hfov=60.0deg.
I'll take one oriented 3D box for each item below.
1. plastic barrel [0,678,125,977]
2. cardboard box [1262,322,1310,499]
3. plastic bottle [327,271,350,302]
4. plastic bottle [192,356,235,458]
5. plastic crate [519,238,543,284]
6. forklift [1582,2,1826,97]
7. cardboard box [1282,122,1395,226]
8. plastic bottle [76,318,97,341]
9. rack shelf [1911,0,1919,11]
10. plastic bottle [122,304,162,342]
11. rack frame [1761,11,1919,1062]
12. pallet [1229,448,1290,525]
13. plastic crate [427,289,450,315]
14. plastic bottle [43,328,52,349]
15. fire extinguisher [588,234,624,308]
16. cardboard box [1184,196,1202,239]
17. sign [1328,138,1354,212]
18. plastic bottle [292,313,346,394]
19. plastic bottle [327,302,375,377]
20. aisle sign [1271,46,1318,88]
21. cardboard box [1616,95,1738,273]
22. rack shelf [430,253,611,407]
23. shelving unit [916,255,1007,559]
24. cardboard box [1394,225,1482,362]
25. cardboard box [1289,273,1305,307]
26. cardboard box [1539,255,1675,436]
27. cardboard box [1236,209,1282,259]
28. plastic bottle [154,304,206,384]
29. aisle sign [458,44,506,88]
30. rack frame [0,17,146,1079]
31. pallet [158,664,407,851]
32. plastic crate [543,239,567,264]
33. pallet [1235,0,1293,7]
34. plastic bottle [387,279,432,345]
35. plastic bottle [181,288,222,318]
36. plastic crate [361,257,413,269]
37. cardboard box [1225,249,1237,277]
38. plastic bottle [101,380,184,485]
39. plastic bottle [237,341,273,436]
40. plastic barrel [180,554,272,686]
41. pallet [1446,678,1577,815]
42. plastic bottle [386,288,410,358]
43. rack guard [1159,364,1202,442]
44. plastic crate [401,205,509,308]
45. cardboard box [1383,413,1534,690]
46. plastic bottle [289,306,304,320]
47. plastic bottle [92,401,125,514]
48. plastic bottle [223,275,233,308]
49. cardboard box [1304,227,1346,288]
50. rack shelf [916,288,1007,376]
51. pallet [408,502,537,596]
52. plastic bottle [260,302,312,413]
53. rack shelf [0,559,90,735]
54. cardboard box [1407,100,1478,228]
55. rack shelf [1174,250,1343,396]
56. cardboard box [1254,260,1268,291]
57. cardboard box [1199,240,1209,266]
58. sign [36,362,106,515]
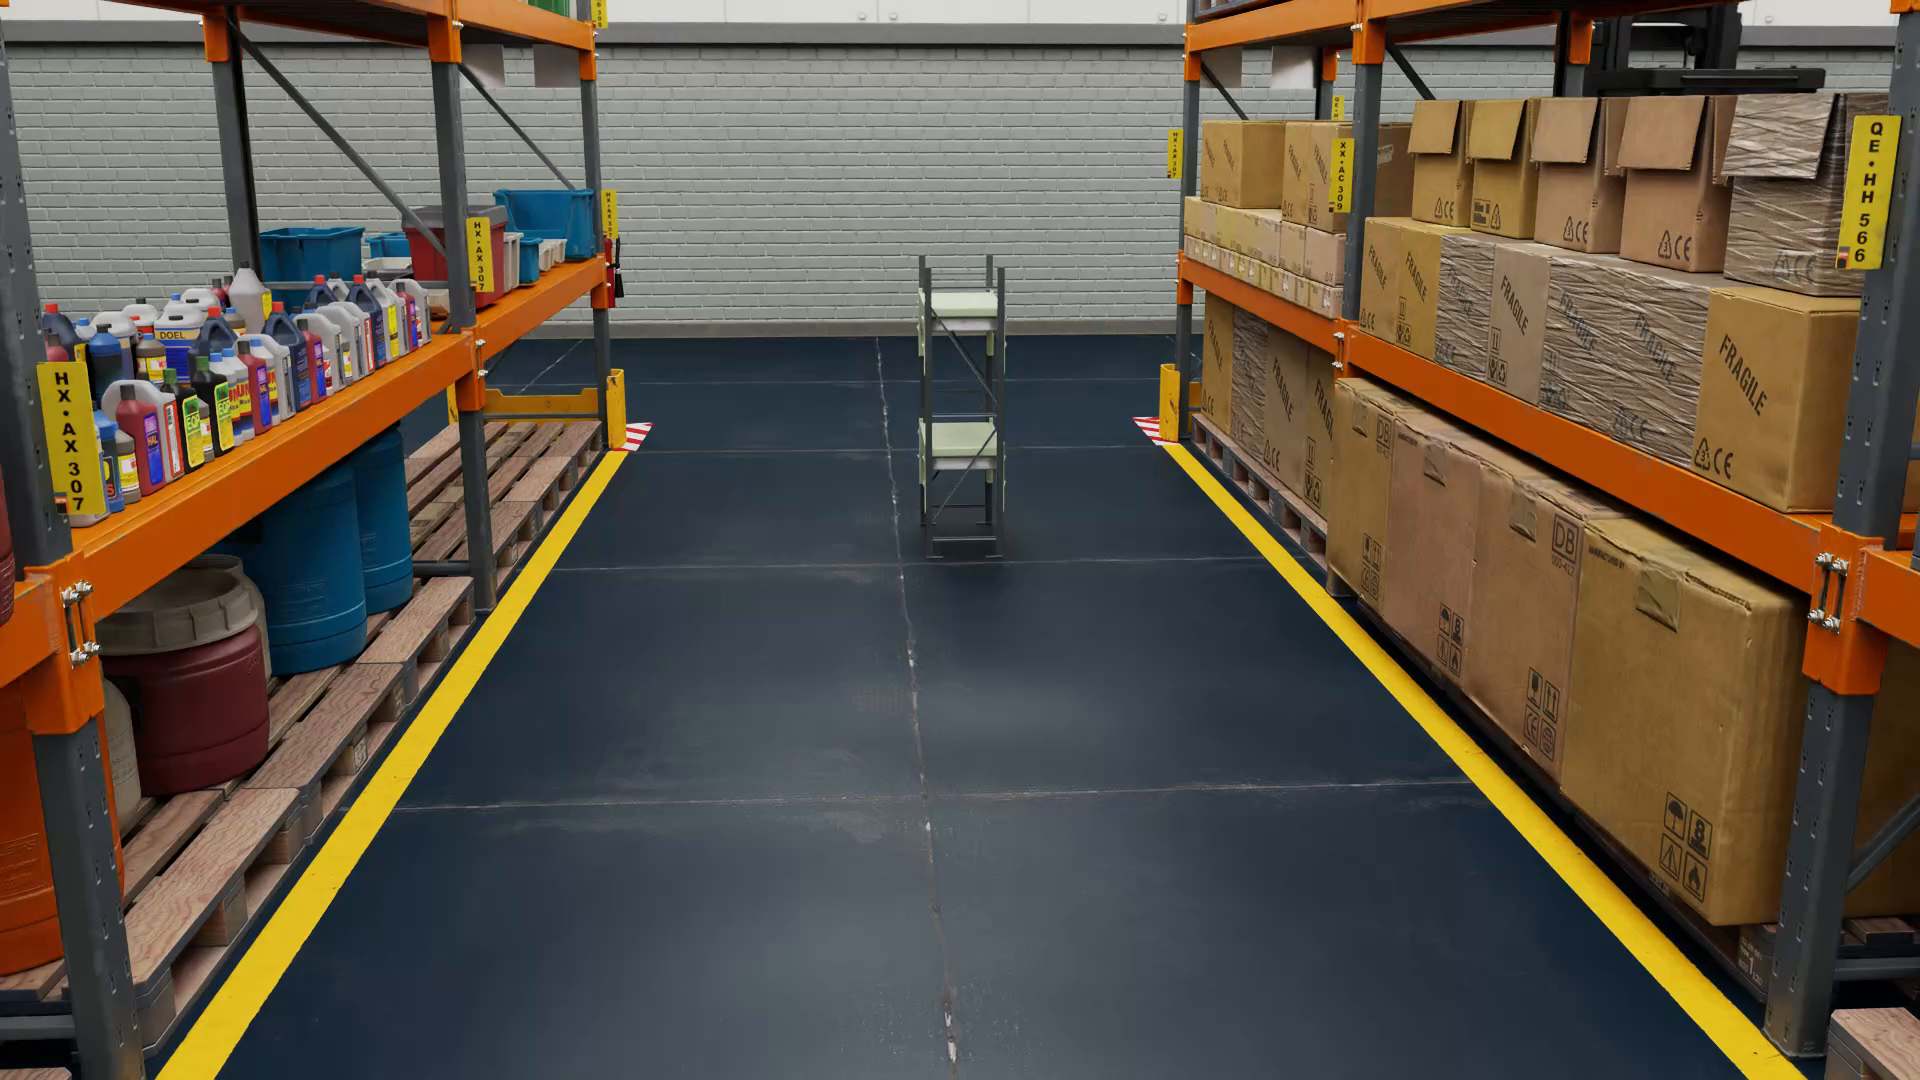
[{"bbox_3d":[-2.470,0.603,4.177,0.600,0.830,0.708,-1,14,-3],"label":"plastic barrel"},{"bbox_3d":[2.256,-0.758,9.376,0.875,0.875,0.875,-1,14,-3],"label":"cardboard box"},{"bbox_3d":[-2.431,-0.869,6.482,0.144,0.351,0.185,-1,14,-3],"label":"plastic bottle"},{"bbox_3d":[-2.132,-0.386,4.742,0.061,0.283,0.133,-1,14,-3],"label":"plastic bottle"},{"bbox_3d":[-2.535,-1.554,9.264,0.416,0.233,0.300,-1,14,-3],"label":"plastic crate"},{"bbox_3d":[4.487,-1.851,10.338,1.130,2.935,3.031,-1,14,-5],"label":"forklift"},{"bbox_3d":[1.951,-1.864,8.452,0.500,0.500,0.500,-1,14,-3],"label":"cardboard box"},{"bbox_3d":[-2.970,-0.618,5.666,0.097,0.271,0.097,0,14,0],"label":"plastic bottle"},{"bbox_3d":[2.645,-0.807,1.567,1.077,0.370,4.000,-1,14,-3],"label":"rack shelf"},{"bbox_3d":[-2.964,-0.707,6.004,0.152,0.276,0.135,-1,14,-3],"label":"plastic bottle"},{"bbox_3d":[2.521,-0.200,3.784,1.000,3.000,0.127,-1,14,-3],"label":"rack frame"},{"bbox_3d":[2.226,-0.339,9.920,1.003,0.211,1.213,-1,14,-3],"label":"pallet"},{"bbox_3d":[-2.556,-1.138,7.837,0.396,0.136,0.243,-1,14,-3],"label":"plastic crate"},{"bbox_3d":[-2.903,-0.525,5.283,0.061,0.283,0.133,-1,14,-3],"label":"plastic bottle"},{"bbox_3d":[-2.474,-1.940,11.449,0.296,0.674,0.183,-1,14,-3],"label":"fire extinguisher"},{"bbox_3d":[1.786,-2.138,11.018,0.500,0.250,0.500,-1,14,-5],"label":"cardboard box"},{"bbox_3d":[1.719,-1.644,7.498,0.100,0.325,0.005,-1,14,-3],"label":"sign"},{"bbox_3d":[-2.247,-0.658,5.813,0.152,0.276,0.135,-1,14,-3],"label":"plastic bottle"},{"bbox_3d":[-2.269,-0.749,6.167,0.152,0.276,0.135,-1,14,-3],"label":"plastic bottle"},{"bbox_3d":[2.320,-3.471,11.281,0.394,0.787,0.004,-1,14,-3],"label":"aisle sign"},{"bbox_3d":[2.454,-1.079,4.985,0.797,0.503,0.637,-1,14,-2],"label":"cardboard box"},{"bbox_3d":[-2.794,-1.267,9.376,1.077,0.370,4.000,-1,14,-3],"label":"rack shelf"},{"bbox_3d":[0.000,-0.725,8.833,0.431,1.500,0.755,-1,14,-3],"label":"shelving unit"},{"bbox_3d":[2.084,-1.000,6.693,0.500,0.500,0.500,-1,14,-3],"label":"cardboard box"},{"bbox_3d":[1.895,-1.272,8.454,0.380,0.149,0.250,-1,14,-4],"label":"cardboard box"},{"bbox_3d":[2.183,-0.621,5.218,0.500,0.500,0.500,-1,14,-5],"label":"cardboard box"},{"bbox_3d":[1.890,-1.754,9.527,0.500,0.250,0.500,-1,14,-5],"label":"cardboard box"},{"bbox_3d":[-2.813,-0.709,6.013,0.152,0.276,0.135,-1,14,-3],"label":"plastic bottle"},{"bbox_3d":[-3.219,-3.386,10.948,0.394,0.787,0.004,-1,14,-3],"label":"aisle sign"},{"bbox_3d":[-2.419,-0.124,3.487,0.949,2.616,0.053,-1,14,-3],"label":"rack frame"},{"bbox_3d":[-2.585,0.729,5.771,1.003,0.211,1.213,-1,14,-3],"label":"pallet"},{"bbox_3d":[-2.687,-1.815,10.468,0.396,0.136,0.243,-1,14,-3],"label":"plastic crate"},{"bbox_3d":[2.160,-3.111,9.256,1.003,0.211,1.213,-1,14,-3],"label":"pallet"},{"bbox_3d":[-2.323,-0.965,7.007,0.152,0.276,0.135,-1,14,-3],"label":"plastic bottle"},{"bbox_3d":[-2.999,-0.846,6.545,0.152,0.276,0.135,-1,14,-3],"label":"plastic bottle"},{"bbox_3d":[-3.078,-1.448,9.044,0.293,0.136,0.466,-1,14,-3],"label":"plastic crate"},{"bbox_3d":[1.800,-1.655,9.943,0.380,0.149,0.250,-1,14,-4],"label":"cardboard box"},{"bbox_3d":[-2.155,-0.291,4.387,0.152,0.276,0.135,-1,14,-3],"label":"plastic bottle"},{"bbox_3d":[-2.153,-0.468,5.059,0.061,0.283,0.133,-1,14,-3],"label":"plastic bottle"},{"bbox_3d":[-2.664,0.337,5.849,0.421,0.512,0.421,0,14,0],"label":"plastic barrel"},{"bbox_3d":[2.475,0.650,6.075,1.003,0.211,1.213,-1,14,-3],"label":"pallet"},{"bbox_3d":[-2.301,-0.874,6.654,0.152,0.276,0.135,-1,14,-3],"label":"plastic bottle"},{"bbox_3d":[2.024,-0.985,11.852,1.175,0.500,0.348,-1,14,-3],"label":"rack guard"},{"bbox_3d":[-2.475,-1.404,8.216,0.402,0.464,0.583,-1,14,-3],"label":"plastic crate"},{"bbox_3d":[2.389,0.012,6.382,1.225,0.875,0.875,-1,14,-5],"label":"cardboard box"},{"bbox_3d":[-2.384,-0.707,6.012,0.097,0.271,0.097,0,14,0],"label":"plastic bottle"},{"bbox_3d":[-2.106,-0.203,4.054,0.097,0.271,0.097,0,14,0],"label":"plastic bottle"},{"bbox_3d":[-3.073,-0.964,6.988,0.061,0.283,0.133,-1,14,-3],"label":"plastic bottle"},{"bbox_3d":[1.984,-1.372,8.043,0.500,0.250,0.500,-1,14,-4],"label":"cardboard box"},{"bbox_3d":[0.000,-1.103,8.736,0.431,0.370,0.720,-1,14,-3],"label":"rack shelf"},{"bbox_3d":[-2.754,0.050,8.409,1.003,0.211,1.213,-1,14,-3],"label":"pallet"},{"bbox_3d":[-2.218,-0.597,5.426,0.144,0.351,0.185,-1,14,-3],"label":"plastic bottle"},{"bbox_3d":[-2.298,0.722,1.644,1.077,0.370,4.000,-1,14,-3],"label":"rack shelf"},{"bbox_3d":[2.321,-1.570,6.896,0.797,0.503,0.637,-1,14,-5],"label":"cardboard box"},{"bbox_3d":[2.149,-1.344,9.673,1.077,0.370,4.000,-1,14,-3],"label":"rack shelf"},{"bbox_3d":[1.847,-1.464,9.199,0.380,0.149,0.250,-1,14,-4],"label":"cardboard box"},{"bbox_3d":[1.752,-1.847,10.690,0.380,0.149,0.250,-1,14,-5],"label":"cardboard box"},{"bbox_3d":[-1.874,-0.213,3.507,0.100,0.325,0.005,-1,14,-3],"label":"sign"}]
